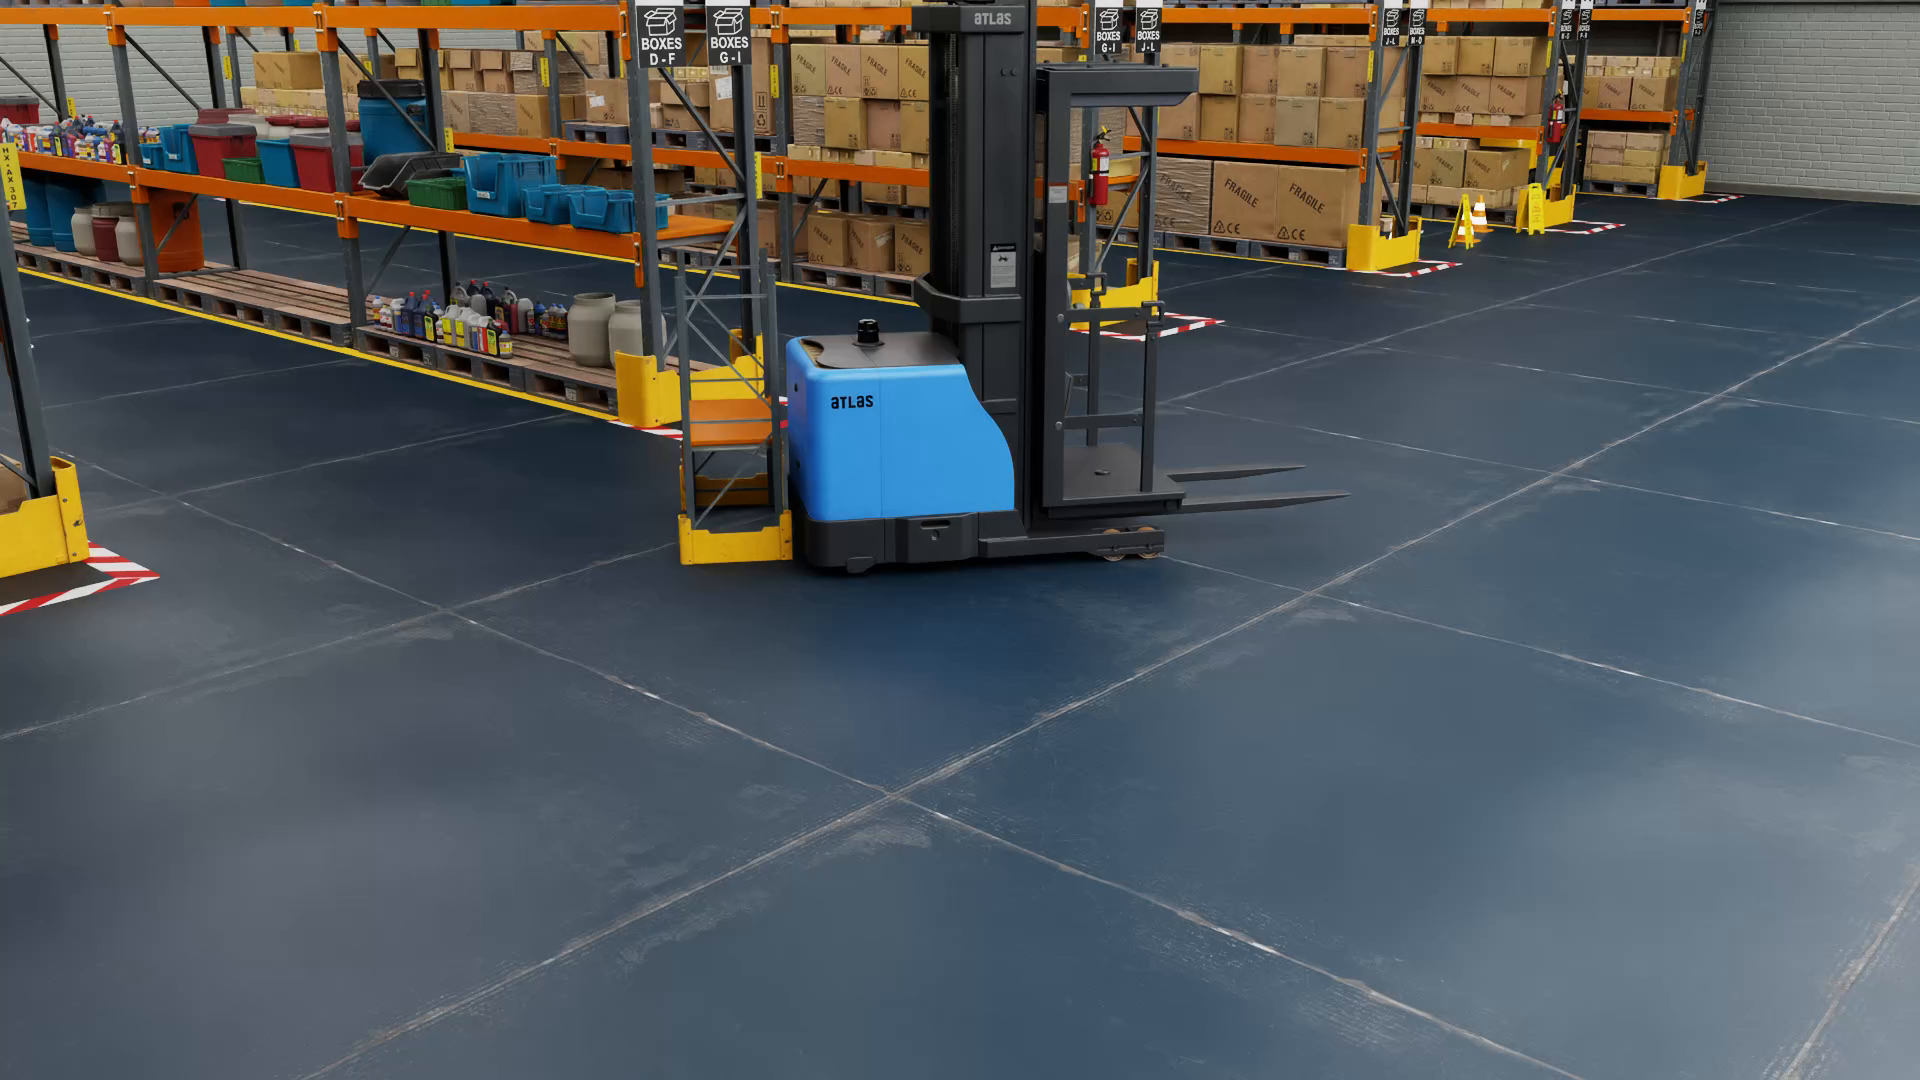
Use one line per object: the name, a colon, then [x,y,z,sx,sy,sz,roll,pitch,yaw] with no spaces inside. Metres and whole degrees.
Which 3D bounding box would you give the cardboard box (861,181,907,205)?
cardboard box: [-0.767,-5.178,23.493,0.750,0.750,1.050,15,23,39]

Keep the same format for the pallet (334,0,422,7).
pallet: [-4.222,-4.384,13.320,1.003,0.211,1.213,15,23,39]

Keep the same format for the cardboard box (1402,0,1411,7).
cardboard box: [6.264,-7.411,22.962,0.250,0.149,0.380,15,23,40]

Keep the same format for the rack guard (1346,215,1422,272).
rack guard: [4.839,-3.390,18.967,0.348,0.500,1.175,15,23,39]

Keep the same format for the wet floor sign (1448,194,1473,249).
wet floor sign: [6.157,-3.906,20.353,0.232,0.644,0.267,11,20,30]

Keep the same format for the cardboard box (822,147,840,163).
cardboard box: [-1.194,-3.959,17.044,0.250,0.149,0.380,15,23,39]

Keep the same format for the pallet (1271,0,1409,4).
pallet: [4.259,-6.120,18.626,1.213,0.211,1.003,15,23,39]

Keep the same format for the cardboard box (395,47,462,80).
cardboard box: [-7.039,-6.293,22.159,0.637,0.503,0.797,14,23,38]

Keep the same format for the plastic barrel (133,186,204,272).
plastic barrel: [-8.195,-3.230,17.224,0.708,0.830,0.600,15,23,39]

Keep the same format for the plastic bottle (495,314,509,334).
plastic bottle: [-3.599,-1.629,13.050,0.133,0.283,0.061,15,23,39]

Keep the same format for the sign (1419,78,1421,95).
sign: [5.194,-5.161,18.853,0.005,0.325,0.100,15,23,39]

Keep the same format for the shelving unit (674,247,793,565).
shelving unit: [-1.253,-0.760,9.027,0.587,1.500,1.083,-3,18,-8]

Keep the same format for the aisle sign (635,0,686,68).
aisle sign: [-1.978,-3.521,10.950,0.004,0.787,0.394,15,23,39]

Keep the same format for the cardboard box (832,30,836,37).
cardboard box: [-2.104,-9.178,30.181,0.250,0.149,0.380,15,23,39]

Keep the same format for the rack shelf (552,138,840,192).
rack shelf: [-3.035,-4.346,19.037,4.000,0.370,1.077,15,23,39]

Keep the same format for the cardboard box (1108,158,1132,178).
cardboard box: [1.398,-3.476,15.520,0.250,0.149,0.380,15,23,39]

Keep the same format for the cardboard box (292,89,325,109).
cardboard box: [-9.174,-6.302,23.765,0.500,0.250,0.500,14,23,38]

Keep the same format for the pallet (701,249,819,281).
pallet: [-2.122,-3.114,18.576,1.213,0.211,1.003,15,23,39]

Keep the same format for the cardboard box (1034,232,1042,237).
cardboard box: [0.527,-2.734,16.207,0.500,0.500,0.500,-11,21,-31]

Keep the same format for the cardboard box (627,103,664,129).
cardboard box: [-3.430,-4.831,18.928,0.500,0.250,0.500,14,22,38]

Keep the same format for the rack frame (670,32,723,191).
rack frame: [-4.155,-6.996,26.196,0.127,3.000,1.000,15,23,39]

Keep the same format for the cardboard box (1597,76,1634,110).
cardboard box: [10.399,-7.044,26.182,0.500,0.500,0.500,16,24,41]

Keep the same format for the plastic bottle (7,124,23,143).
plastic bottle: [-10.443,-4.461,18.416,0.135,0.276,0.152,15,23,39]

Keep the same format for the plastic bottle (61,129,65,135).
plastic bottle: [-9.456,-4.206,17.600,0.133,0.283,0.061,15,23,39]

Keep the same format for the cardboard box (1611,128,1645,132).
cardboard box: [10.713,-6.455,26.691,0.500,0.250,0.500,15,23,39]

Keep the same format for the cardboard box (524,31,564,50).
cardboard box: [-6.987,-8.315,28.042,0.500,0.500,0.500,15,23,39]

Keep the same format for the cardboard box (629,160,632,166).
cardboard box: [-5.146,-6.144,27.039,0.250,0.149,0.380,15,23,40]

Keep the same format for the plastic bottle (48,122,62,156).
plastic bottle: [-9.588,-4.266,17.676,0.185,0.351,0.144,15,23,39]

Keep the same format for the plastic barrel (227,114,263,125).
plastic barrel: [-6.907,-3.865,16.147,0.421,0.512,0.421,0,18,0]

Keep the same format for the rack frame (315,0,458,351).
rack frame: [-4.826,-3.167,14.132,0.127,3.000,1.000,15,23,39]

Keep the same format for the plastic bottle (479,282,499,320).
plastic bottle: [-4.010,-2.011,14.142,0.185,0.351,0.144,14,22,37]

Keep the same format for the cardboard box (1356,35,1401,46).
cardboard box: [5.949,-6.844,23.407,0.500,0.500,0.700,14,23,38]

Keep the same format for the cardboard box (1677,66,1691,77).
cardboard box: [11.241,-7.334,26.024,0.250,0.149,0.380,14,23,38]

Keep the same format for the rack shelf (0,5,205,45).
rack shelf: [-9.314,-5.458,17.583,4.000,0.370,1.077,15,23,39]

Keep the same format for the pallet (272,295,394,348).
pallet: [-5.440,-1.987,15.023,1.213,0.211,1.003,15,23,39]

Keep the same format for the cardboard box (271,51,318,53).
cardboard box: [-9.975,-7.086,24.998,0.500,0.500,0.500,15,23,40]

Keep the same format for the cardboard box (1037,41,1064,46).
cardboard box: [1.487,-7.902,27.232,0.500,0.500,0.500,14,23,38]

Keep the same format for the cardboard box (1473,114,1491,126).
cardboard box: [7.169,-5.715,22.578,0.250,0.149,0.380,15,23,38]

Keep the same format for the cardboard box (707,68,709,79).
cardboard box: [-3.577,-7.019,25.008,0.250,0.149,0.380,15,23,39]

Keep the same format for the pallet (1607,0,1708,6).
pallet: [10.811,-8.386,25.763,1.213,0.211,1.003,15,23,39]

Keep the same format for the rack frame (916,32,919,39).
rack frame: [-0.644,-10.063,35.860,0.127,3.000,1.000,15,23,39]

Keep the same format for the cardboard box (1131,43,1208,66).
cardboard box: [2.571,-5.810,20.426,0.550,0.550,0.875,15,23,39]

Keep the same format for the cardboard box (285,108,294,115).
cardboard box: [-9.504,-6.174,24.021,0.250,0.149,0.380,15,23,39]

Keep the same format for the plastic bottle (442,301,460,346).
plastic bottle: [-4.039,-1.735,13.271,0.185,0.351,0.144,15,23,39]

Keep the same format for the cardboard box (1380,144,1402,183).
cardboard box: [6.096,-5.388,23.741,0.500,0.500,0.500,17,24,42]

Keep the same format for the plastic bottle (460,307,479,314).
plastic bottle: [-3.959,-1.738,13.404,0.135,0.276,0.152,15,23,39]

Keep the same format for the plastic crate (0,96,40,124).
plastic crate: [-11.311,-5.068,19.918,0.583,0.464,0.402,15,23,39]

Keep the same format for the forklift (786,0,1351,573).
forklift: [0.612,-1.438,8.797,3.031,2.935,1.130,-4,18,-12]

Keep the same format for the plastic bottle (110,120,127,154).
plastic bottle: [-9.082,-4.357,17.962,0.185,0.351,0.144,15,23,39]

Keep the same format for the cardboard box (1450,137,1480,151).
cardboard box: [6.939,-5.443,22.843,0.250,0.149,0.380,16,24,41]
